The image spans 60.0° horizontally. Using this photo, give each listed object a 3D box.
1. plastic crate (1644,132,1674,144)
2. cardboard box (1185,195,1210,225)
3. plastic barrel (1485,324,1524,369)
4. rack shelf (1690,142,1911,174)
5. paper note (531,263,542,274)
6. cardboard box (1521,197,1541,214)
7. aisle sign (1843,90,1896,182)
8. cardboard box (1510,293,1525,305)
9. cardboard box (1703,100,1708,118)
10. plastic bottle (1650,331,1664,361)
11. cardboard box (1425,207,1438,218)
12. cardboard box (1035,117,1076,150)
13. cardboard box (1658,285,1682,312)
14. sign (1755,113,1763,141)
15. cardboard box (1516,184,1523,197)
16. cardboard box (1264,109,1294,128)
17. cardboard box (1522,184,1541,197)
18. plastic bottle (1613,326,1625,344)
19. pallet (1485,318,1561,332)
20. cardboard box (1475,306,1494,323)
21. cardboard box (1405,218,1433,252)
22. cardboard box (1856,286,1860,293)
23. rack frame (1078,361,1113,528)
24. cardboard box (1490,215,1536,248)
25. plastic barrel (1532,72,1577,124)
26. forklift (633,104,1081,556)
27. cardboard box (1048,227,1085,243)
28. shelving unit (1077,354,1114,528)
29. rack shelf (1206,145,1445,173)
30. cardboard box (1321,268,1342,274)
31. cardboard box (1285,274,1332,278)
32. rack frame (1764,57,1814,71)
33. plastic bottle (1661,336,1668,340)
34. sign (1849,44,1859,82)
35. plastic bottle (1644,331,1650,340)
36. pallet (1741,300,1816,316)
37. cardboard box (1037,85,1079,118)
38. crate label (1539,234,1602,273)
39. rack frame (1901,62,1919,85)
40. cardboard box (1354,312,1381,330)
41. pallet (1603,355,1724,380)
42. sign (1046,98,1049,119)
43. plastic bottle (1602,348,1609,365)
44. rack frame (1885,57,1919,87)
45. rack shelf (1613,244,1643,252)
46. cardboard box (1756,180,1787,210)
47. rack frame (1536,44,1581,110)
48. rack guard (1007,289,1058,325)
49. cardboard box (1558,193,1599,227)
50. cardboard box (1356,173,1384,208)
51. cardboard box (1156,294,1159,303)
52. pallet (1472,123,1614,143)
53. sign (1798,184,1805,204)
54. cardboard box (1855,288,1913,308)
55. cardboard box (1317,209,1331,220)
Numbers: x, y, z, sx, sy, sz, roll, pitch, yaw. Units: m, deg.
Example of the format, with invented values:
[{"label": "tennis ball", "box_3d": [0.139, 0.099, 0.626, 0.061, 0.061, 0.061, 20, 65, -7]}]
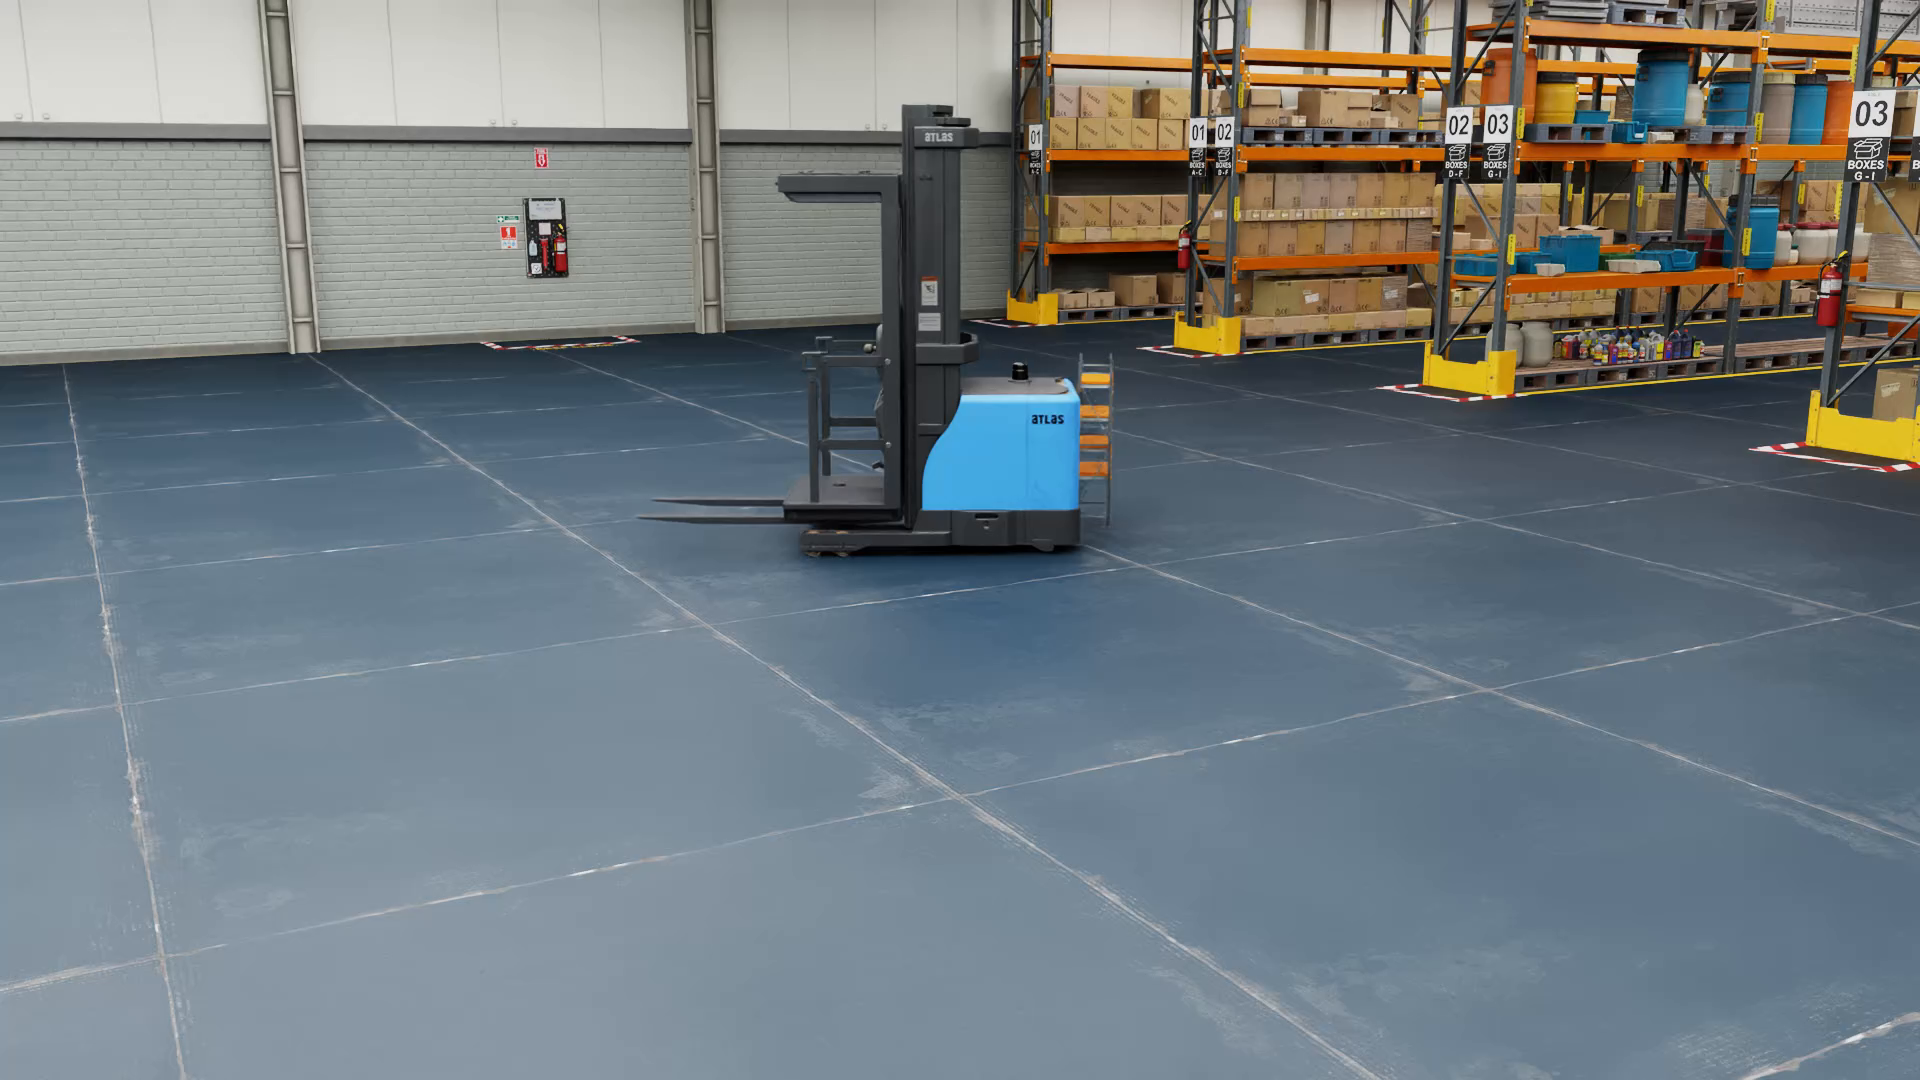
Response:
[{"label": "plastic crate", "box_3d": [8.185, -4.720, 19.520, 0.396, 0.136, 0.243, -7, 14, -28]}, {"label": "cardboard box", "box_3d": [3.951, -5.681, 28.608, 0.500, 0.500, 0.500, -7, 14, -28]}, {"label": "plastic barrel", "box_3d": [6.430, -2.286, 19.647, 0.421, 0.512, 0.421, 0, 13, 0]}, {"label": "rack shelf", "box_3d": [11.155, -4.955, 21.601, 4.000, 0.370, 1.077, -7, 14, -28]}, {"label": "paper note", "box_3d": [-6.300, -4.042, 24.744, 0.142, 0.148, 0.016, -7, 14, -28]}, {"label": "cardboard box", "box_3d": [10.947, -6.434, 32.415, 0.500, 0.500, 0.500, -7, 14, -27]}, {"label": "aisle sign", "box_3d": [8.064, -3.576, 14.748, 0.004, 0.787, 0.394, -7, 14, -28]}, {"label": "cardboard box", "box_3d": [8.407, -3.826, 25.807, 0.500, 0.311, 0.500, -7, 15, -30]}, {"label": "cardboard box", "box_3d": [12.405, -7.015, 27.704, 0.600, 0.600, 0.600, -7, 15, -30]}, {"label": "plastic bottle", "box_3d": [8.521, -2.377, 20.371, 0.185, 0.351, 0.144, -7, 14, -28]}, {"label": "cardboard box", "box_3d": [6.894, -4.882, 24.767, 0.250, 0.149, 0.380, -7, 14, -28]}, {"label": "cardboard box", "box_3d": [1.555, -6.630, 27.130, 0.500, 0.500, 0.500, -6, 14, -26]}, {"label": "cardboard box", "box_3d": [11.534, -4.052, 27.474, 0.500, 0.500, 0.500, -7, 15, -30]}, {"label": "sign", "box_3d": [9.654, -4.993, 20.110, 0.005, 0.325, 0.100, -7, 14, -28]}, {"label": "cardboard box", "box_3d": [10.486, -6.748, 32.105, 0.500, 0.250, 0.500, -7, 14, -27]}, {"label": "cardboard box", "box_3d": [4.403, -6.002, 23.680, 0.500, 0.250, 0.500, -7, 14, -28]}, {"label": "cardboard box", "box_3d": [10.934, -6.802, 32.344, 0.500, 0.250, 0.500, -6, 14, -27]}, {"label": "plastic bottle", "box_3d": [8.327, -2.530, 21.049, 0.185, 0.351, 0.144, -8, 15, -30]}, {"label": "pallet", "box_3d": [8.730, -3.441, 26.418, 1.213, 0.211, 1.003, -7, 14, -28]}, {"label": "cardboard box", "box_3d": [7.952, -3.499, 25.630, 0.500, 0.250, 0.500, -6, 14, -26]}, {"label": "cardboard box", "box_3d": [6.643, -4.588, 24.936, 0.500, 0.500, 0.700, -7, 15, -29]}, {"label": "cardboard box", "box_3d": [16.355, -4.524, 30.140, 0.500, 0.250, 0.500, -7, 14, -28]}, {"label": "rack frame", "box_3d": [0.959, -0.676, 11.881, 0.240, 1.200, 0.015, 1, 13, 5]}, {"label": "cardboard box", "box_3d": [8.614, -4.822, 25.975, 0.500, 0.500, 0.500, -7, 14, -28]}, {"label": "plastic barrel", "box_3d": [6.829, -5.116, 19.292, 0.600, 0.588, 0.600, 0, 13, 0]}, {"label": "forklift", "box_3d": [-0.703, -1.440, 11.332, 3.031, 2.935, 1.130, 0, 13, 0]}, {"label": "cardboard box", "box_3d": [1.722, -5.047, 27.501, 0.500, 0.250, 0.500, -7, 15, -29]}, {"label": "shelving unit", "box_3d": [0.980, -0.729, 12.118, 0.258, 1.200, 0.503, 1, 13, 5]}, {"label": "rack shelf", "box_3d": [5.274, -5.489, 23.975, 4.000, 0.370, 1.077, -7, 14, -28]}, {"label": "cardboard box", "box_3d": [6.626, -4.782, 30.717, 0.500, 0.500, 0.700, -7, 14, -28]}, {"label": "cardboard box", "box_3d": [5.157, -3.670, 24.682, 0.500, 0.500, 0.500, -7, 14, -28]}, {"label": "rack frame", "box_3d": [14.052, -8.356, 28.241, 0.127, 3.000, 1.000, -7, 14, -28]}, {"label": "plastic bottle", "box_3d": [8.711, -2.400, 20.645, 0.135, 0.276, 0.152, -7, 14, -28]}, {"label": "sign", "box_3d": [8.014, -4.261, 14.864, 0.005, 0.325, 0.100, -7, 14, -28]}, {"label": "plastic bottle", "box_3d": [8.691, -2.513, 21.128, 0.133, 0.283, 0.061, -7, 14, -28]}, {"label": "pallet", "box_3d": [14.655, -4.140, 29.526, 1.213, 0.211, 1.003, -7, 14, -28]}, {"label": "cardboard box", "box_3d": [1.596, -7.124, 27.050, 0.500, 0.500, 0.500, -8, 15, -32]}, {"label": "crate label", "box_3d": [7.375, -3.474, 20.135, 0.616, 0.435, 0.502, -7, 14, -28]}, {"label": "rack frame", "box_3d": [17.563, -8.776, 30.111, 0.127, 3.000, 1.000, -7, 14, -28]}, {"label": "cardboard box", "box_3d": [5.852, -3.254, 24.540, 0.500, 0.250, 0.500, -7, 14, -28]}, {"label": "pallet", "box_3d": [8.790, -2.209, 20.945, 1.213, 0.211, 1.003, -7, 14, -28]}, {"label": "sign", "box_3d": [1.402, -6.906, 26.641, 0.005, 0.325, 0.100, -7, 14, -28]}, {"label": "plastic bottle", "box_3d": [7.720, -2.202, 19.935, 0.097, 0.201, 0.097, 0, 13, 0]}, {"label": "rack frame", "box_3d": [12.911, -6.980, 22.128, 0.127, 3.000, 1.000, -7, 14, -28]}, {"label": "rack shelf", "box_3d": [12.296, -4.867, 28.044, 4.000, 0.370, 1.077, -7, 14, -28]}, {"label": "cardboard box", "box_3d": [14.371, -6.068, 29.237, 0.500, 0.500, 0.500, -7, 14, -28]}, {"label": "rack frame", "box_3d": [11.675, -9.310, 32.481, 0.127, 3.000, 1.000, -7, 14, -28]}, {"label": "rack guard", "box_3d": [1.209, -3.909, 27.840, 0.348, 0.500, 1.175, -7, 14, -28]}, {"label": "cardboard box", "box_3d": [12.159, -6.583, 33.347, 0.700, 0.700, 0.980, -7, 14, -27]}, {"label": "cardboard box", "box_3d": [5.760, -5.115, 24.323, 0.500, 0.500, 0.700, -7, 14, -28]}, {"label": "cardboard box", "box_3d": [3.239, -4.201, 28.934, 0.250, 0.149, 0.380, -8, 15, -32]}, {"label": "pallet", "box_3d": [6.662, -4.651, 19.041, 1.213, 0.211, 1.003, -7, 14, -28]}, {"label": "sign", "box_3d": [14.321, -5.887, 28.299, 0.005, 0.325, 0.100, -7, 14, -28]}, {"label": "cardboard box", "box_3d": [8.413, -2.204, 15.143, 0.250, 0.149, 0.380, -7, 14, -28]}, {"label": "cardboard box", "box_3d": [5.096, -4.667, 23.811, 0.250, 0.149, 0.380, -7, 14, -29]}]
